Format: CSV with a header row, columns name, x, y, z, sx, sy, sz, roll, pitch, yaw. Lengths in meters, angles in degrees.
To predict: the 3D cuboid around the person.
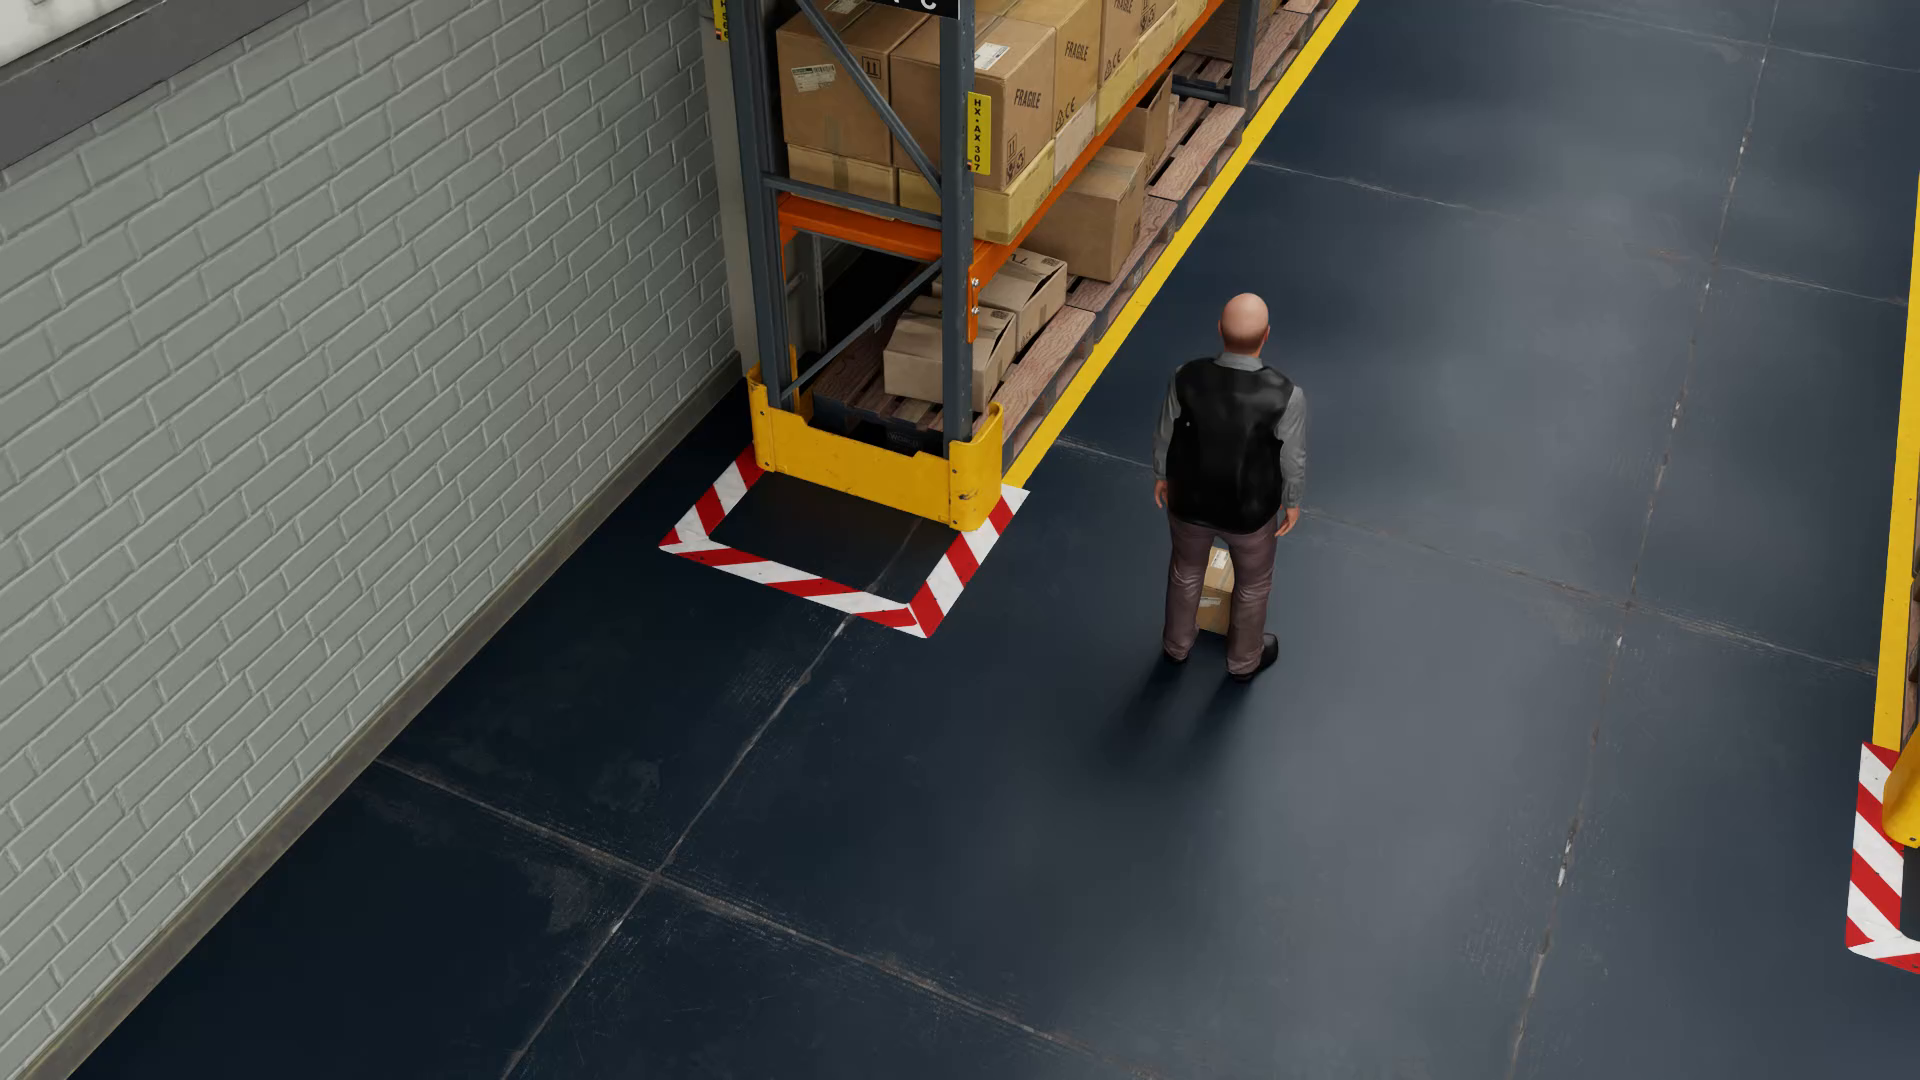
name,x,y,z,sx,sy,sz,roll,pitch,yaw
person,1.007,-0.153,6.350,0.586,1.720,0.421,15,44,16
